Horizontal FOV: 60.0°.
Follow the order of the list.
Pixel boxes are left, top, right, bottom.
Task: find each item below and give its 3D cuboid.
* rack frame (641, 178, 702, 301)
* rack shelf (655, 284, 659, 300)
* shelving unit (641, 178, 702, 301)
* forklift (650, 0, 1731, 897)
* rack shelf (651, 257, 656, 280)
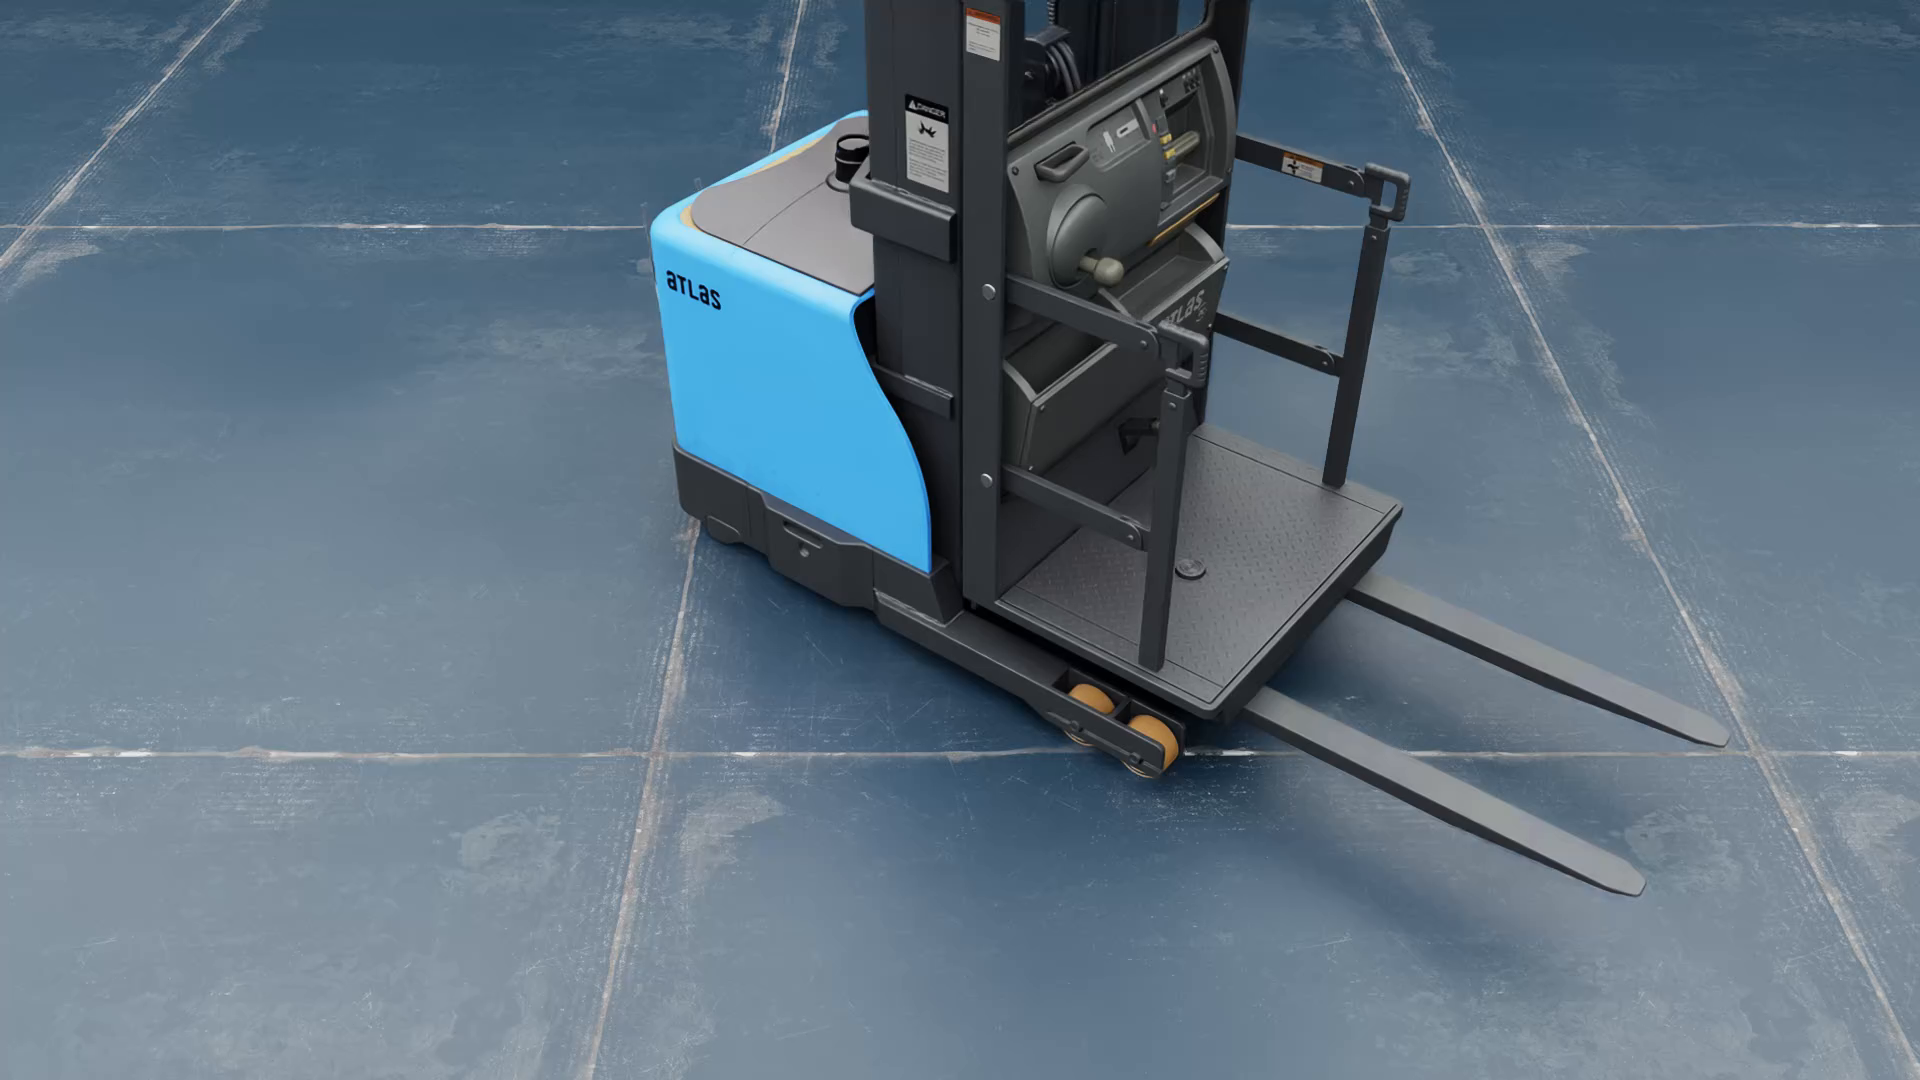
[{"bbox_3d":[-0.873,-0.720,5.430,0.006,0.900,0.240,25,45,33],"label":"rack frame"},{"bbox_3d":[-0.803,-0.803,5.288,0.200,0.077,0.258,25,45,33],"label":"rack shelf"},{"bbox_3d":[-0.795,-0.684,5.374,0.210,0.900,0.258,25,45,33],"label":"shelving unit"},{"bbox_3d":[0.583,-0.886,4.012,3.031,2.935,1.130,26,45,29],"label":"forklift"},{"bbox_3d":[-0.808,-0.875,5.235,0.200,0.077,0.258,25,45,33],"label":"rack shelf"}]
